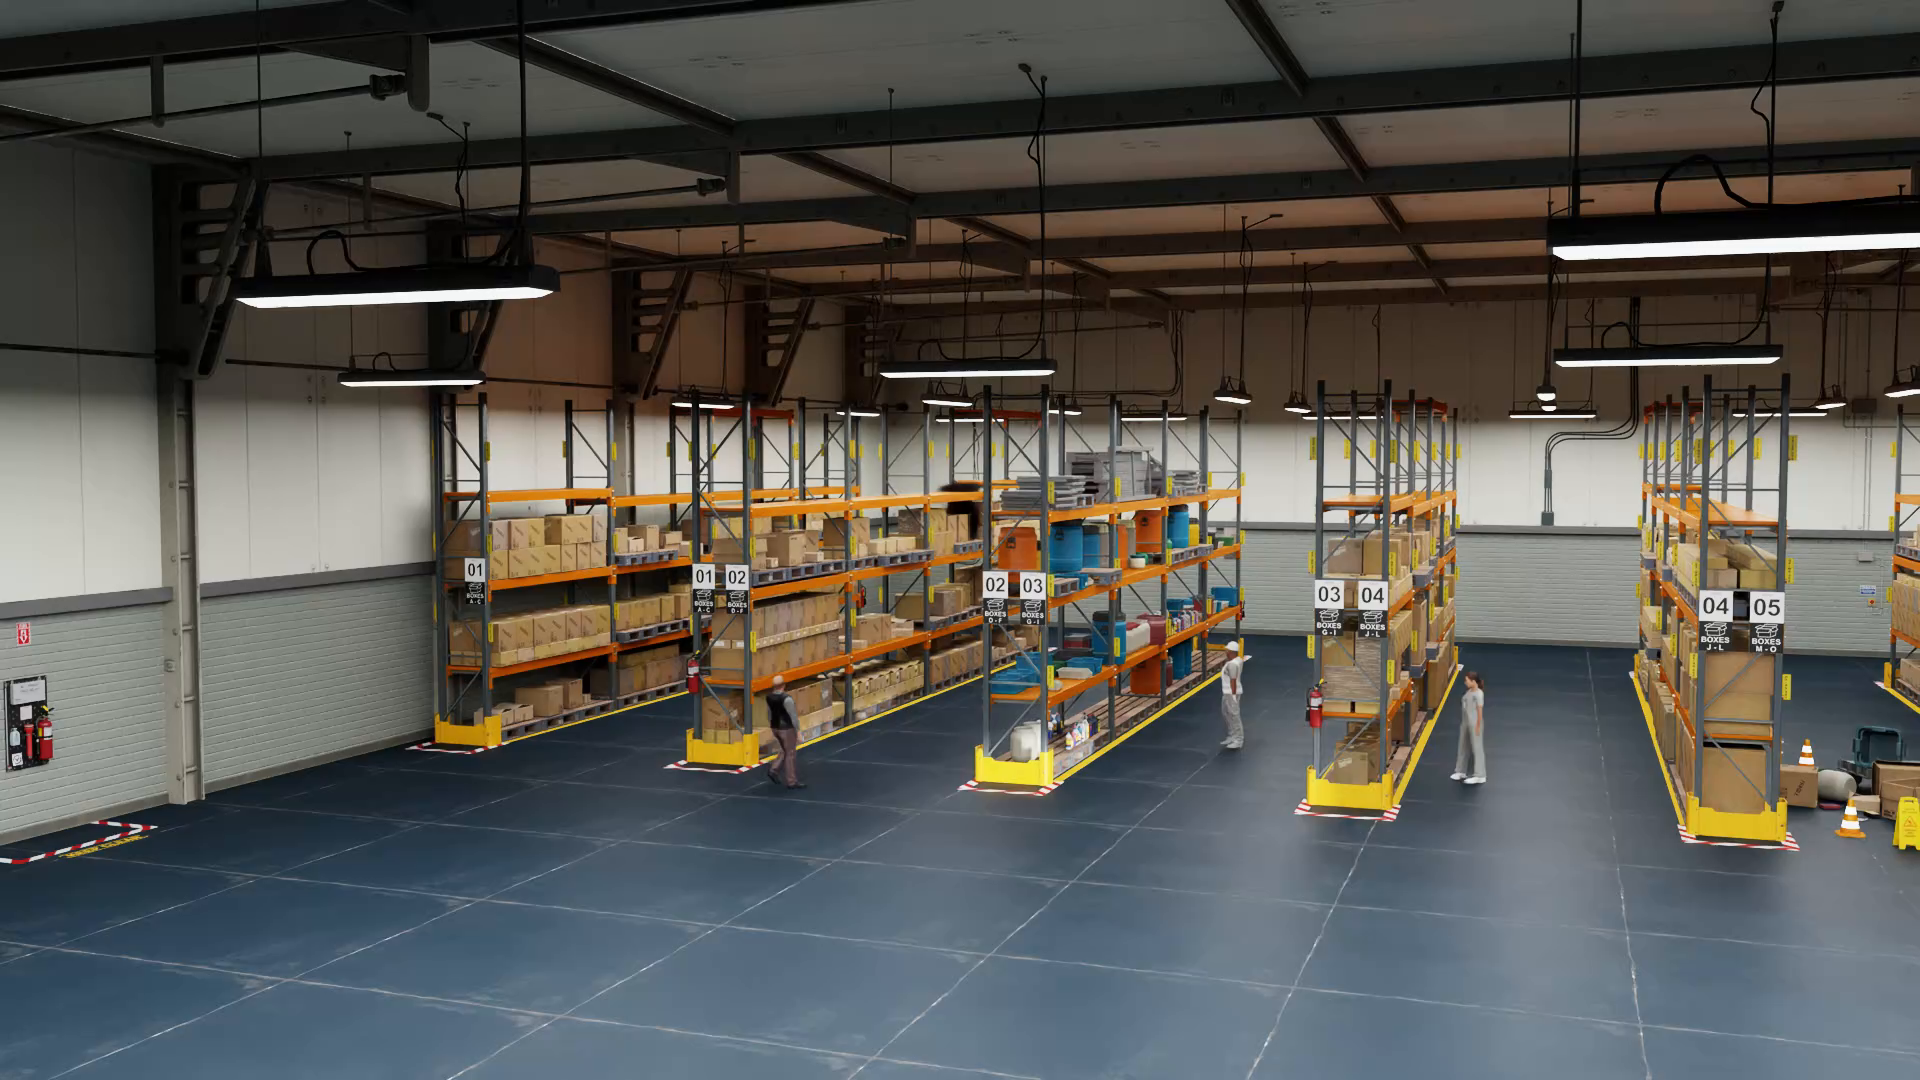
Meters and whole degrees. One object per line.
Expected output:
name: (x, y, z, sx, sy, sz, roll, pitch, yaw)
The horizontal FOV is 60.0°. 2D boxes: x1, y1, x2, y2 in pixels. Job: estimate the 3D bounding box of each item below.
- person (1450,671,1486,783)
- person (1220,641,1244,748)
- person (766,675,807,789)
person: (7.715, 2.815, 25.208, 0.448, 1.674, 0.518, -1, 3, -18)
person: (4.593, 2.608, 28.115, 0.386, 1.813, 0.699, 0, 3, 4)
person: (-2.601, 2.843, 24.737, 0.563, 1.702, 0.615, -2, 4, -35)
